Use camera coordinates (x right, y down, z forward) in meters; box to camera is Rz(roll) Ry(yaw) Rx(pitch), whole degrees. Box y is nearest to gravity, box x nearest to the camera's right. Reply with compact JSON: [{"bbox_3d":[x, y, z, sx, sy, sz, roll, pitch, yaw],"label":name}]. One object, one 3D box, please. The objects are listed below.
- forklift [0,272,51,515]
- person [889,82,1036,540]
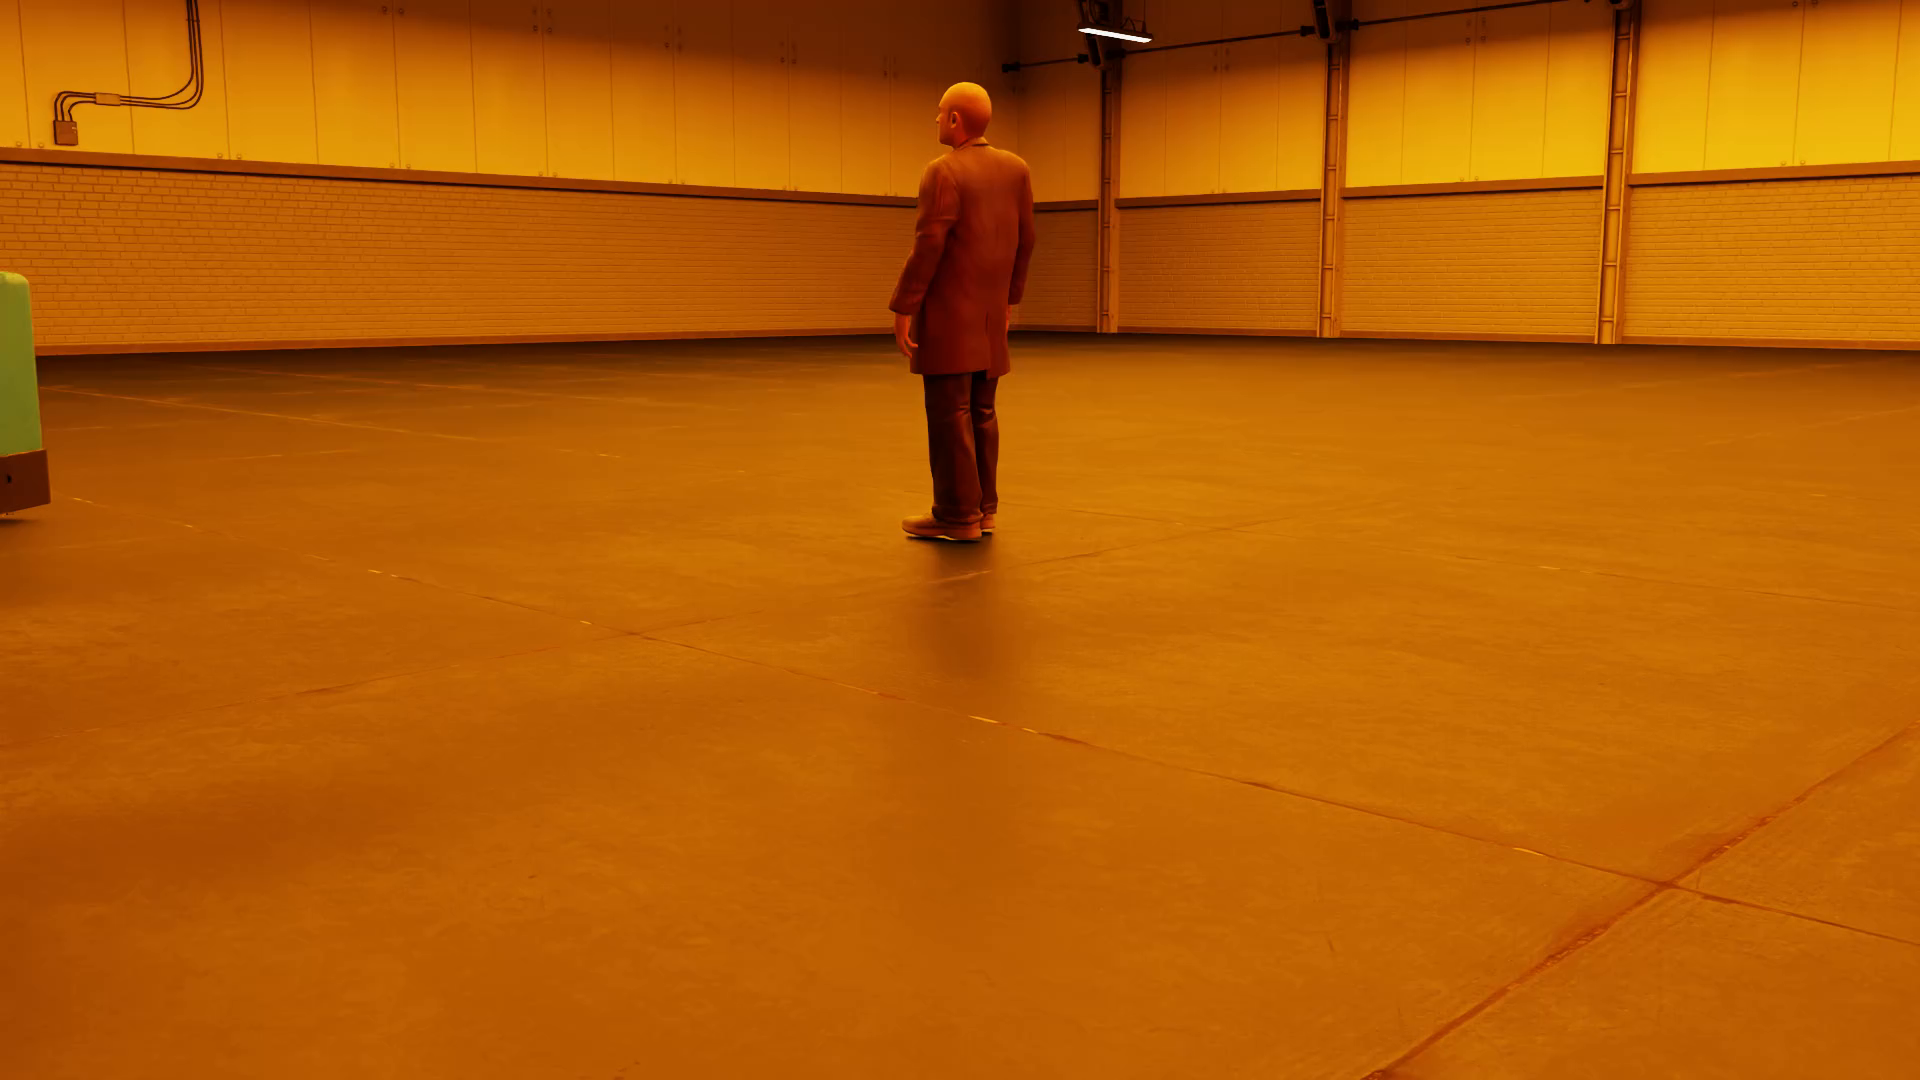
[{"bbox_3d":[-5.517,-1.478,6.689,3.031,2.935,1.130,0,9,1],"label":"forklift"},{"bbox_3d":[-0.063,-0.897,6.650,0.579,1.778,0.698,8,12,43],"label":"person"}]
